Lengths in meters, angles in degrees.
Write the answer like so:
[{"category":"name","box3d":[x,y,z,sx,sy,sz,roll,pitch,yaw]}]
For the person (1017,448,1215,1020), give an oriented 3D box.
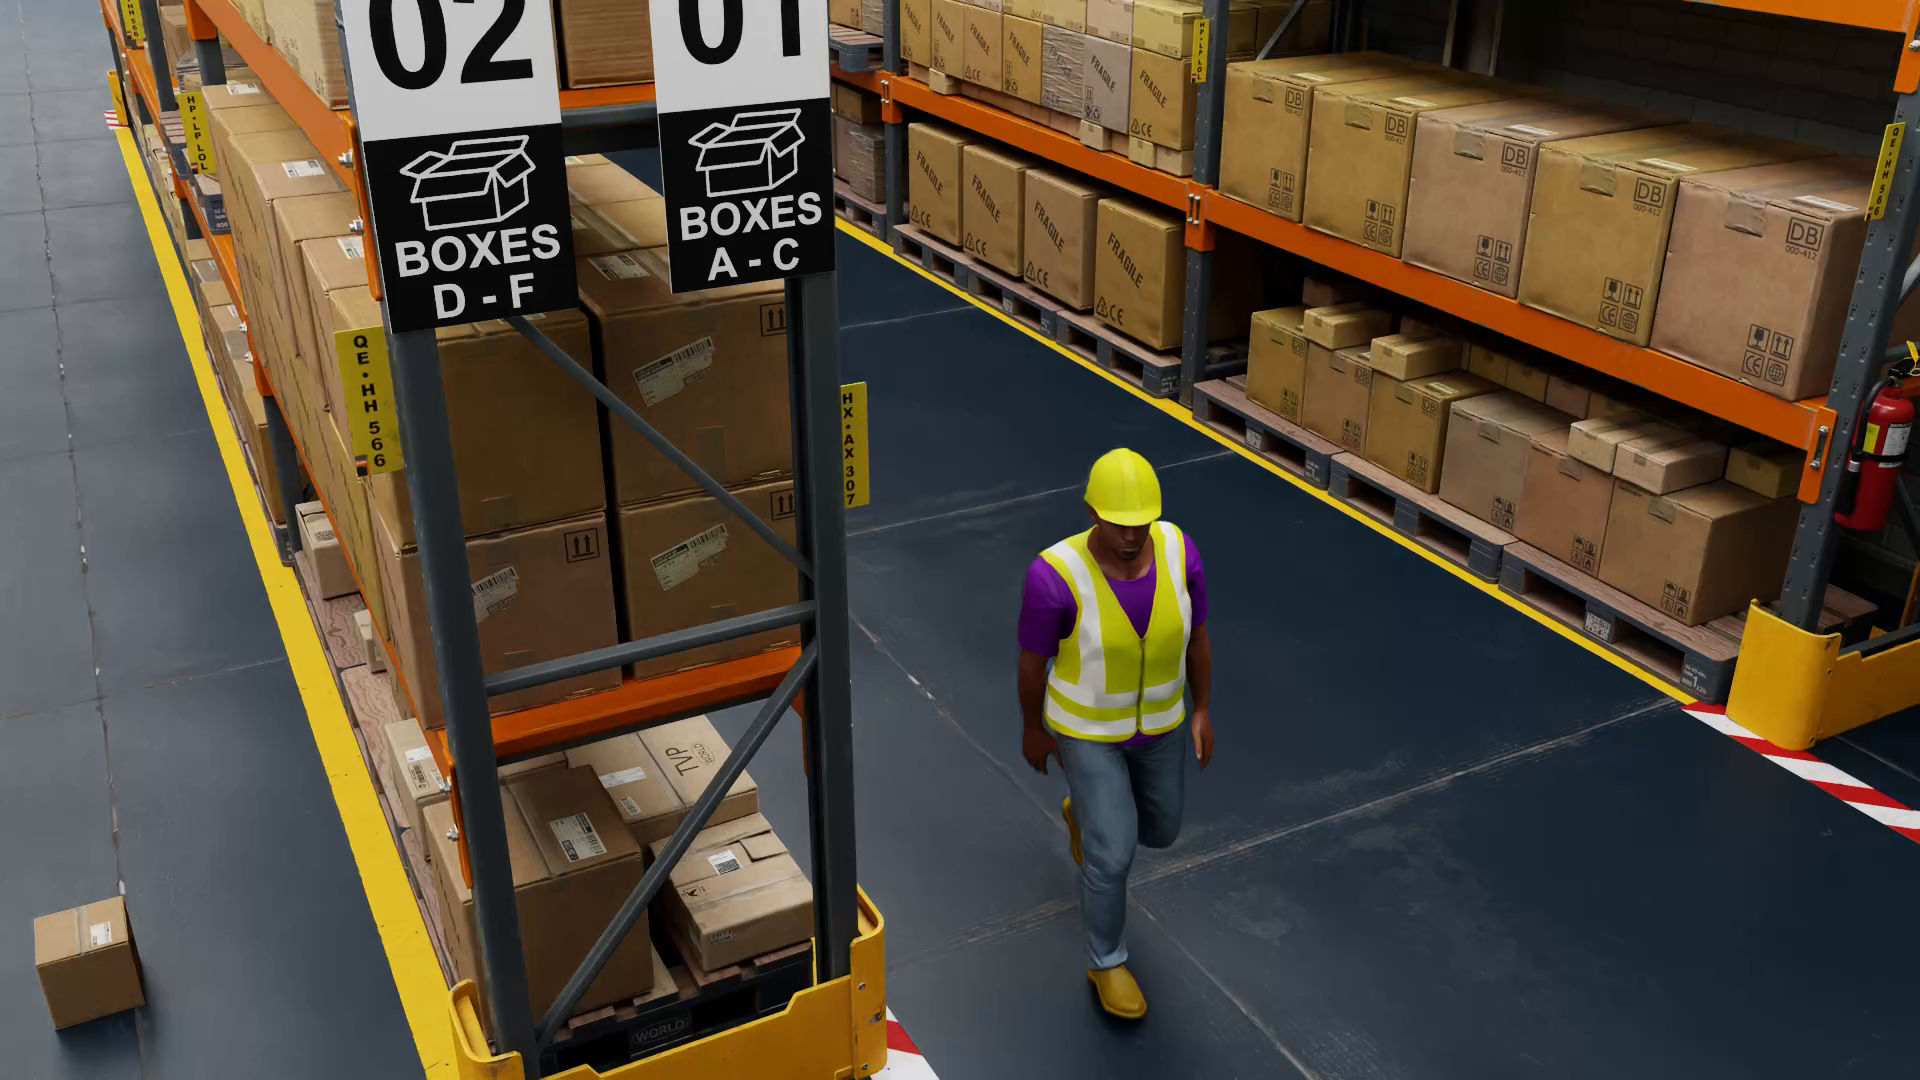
[{"category":"person","box3d":[0.444,0.509,4.969,0.579,1.745,0.793,-10,27,-21]}]
